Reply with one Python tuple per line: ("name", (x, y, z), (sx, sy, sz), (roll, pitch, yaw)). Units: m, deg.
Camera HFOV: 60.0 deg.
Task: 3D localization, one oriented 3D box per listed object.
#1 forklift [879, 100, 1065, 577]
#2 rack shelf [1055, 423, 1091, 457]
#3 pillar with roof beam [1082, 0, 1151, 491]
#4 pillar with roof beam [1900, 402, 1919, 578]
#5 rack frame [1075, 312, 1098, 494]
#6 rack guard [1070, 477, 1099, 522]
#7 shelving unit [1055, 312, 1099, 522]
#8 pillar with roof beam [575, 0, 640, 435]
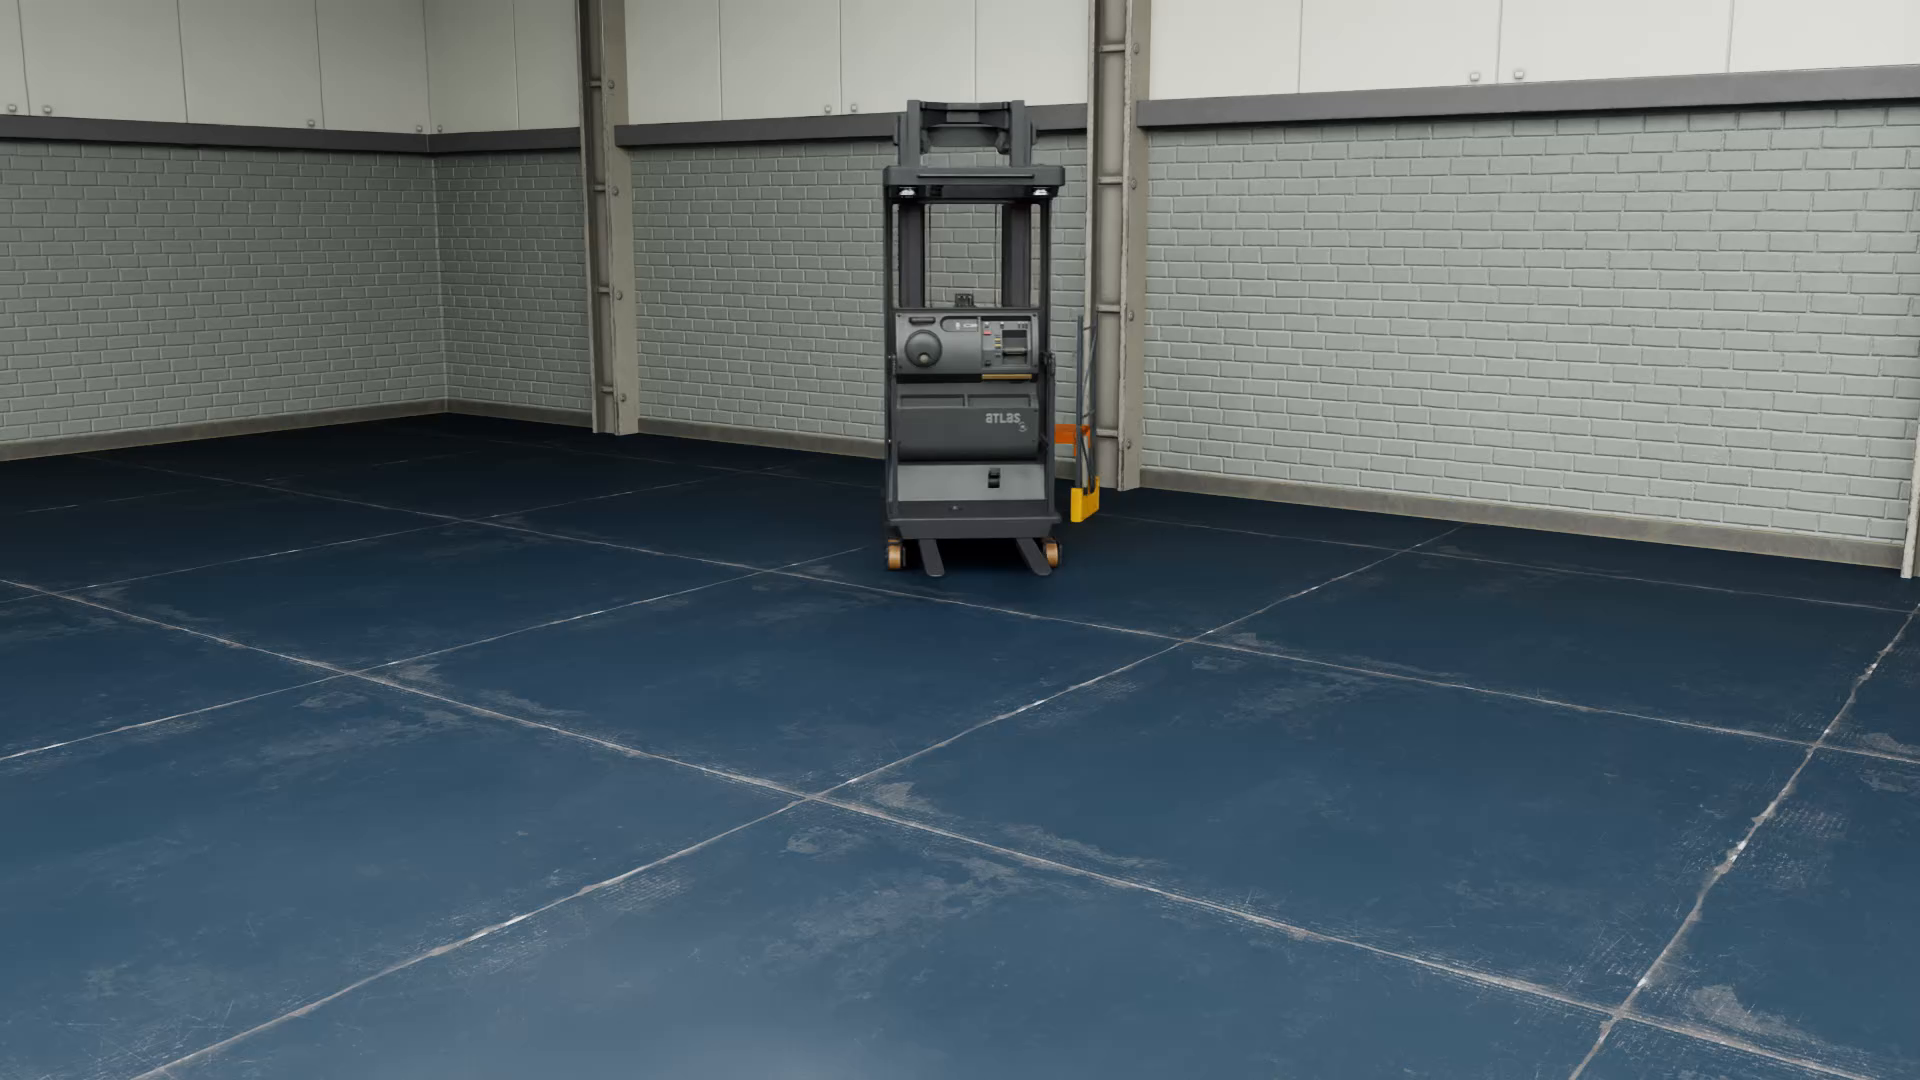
("forklift", (0.064, -1.309, 10.581), (1.130, 2.935, 3.031), (-1, 11, -4))
("rack shelf", (0.457, -0.777, 12.542), (1.000, 0.185, 0.538), (4, 12, 18))
("pillar with roof beam", (-1.288, -4.204, 9.567), (0.400, 9.000, 9.100), (8, 13, 36))
("pillar with roof beam", (3.548, -3.529, 6.080), (0.400, 9.000, 9.100), (8, 13, 36))
("rack frame", (0.939, -0.923, 12.351), (0.032, 1.500, 0.500), (4, 12, 18))
("rack guard", (0.938, -0.309, 12.470), (0.087, 0.250, 0.587), (4, 12, 18))
("shelving unit", (0.466, -0.953, 12.505), (1.083, 1.500, 0.587), (4, 12, 18))
("pillar with roof beam", (-6.124, -4.878, 13.054), (0.400, 9.000, 9.100), (8, 13, 36))
